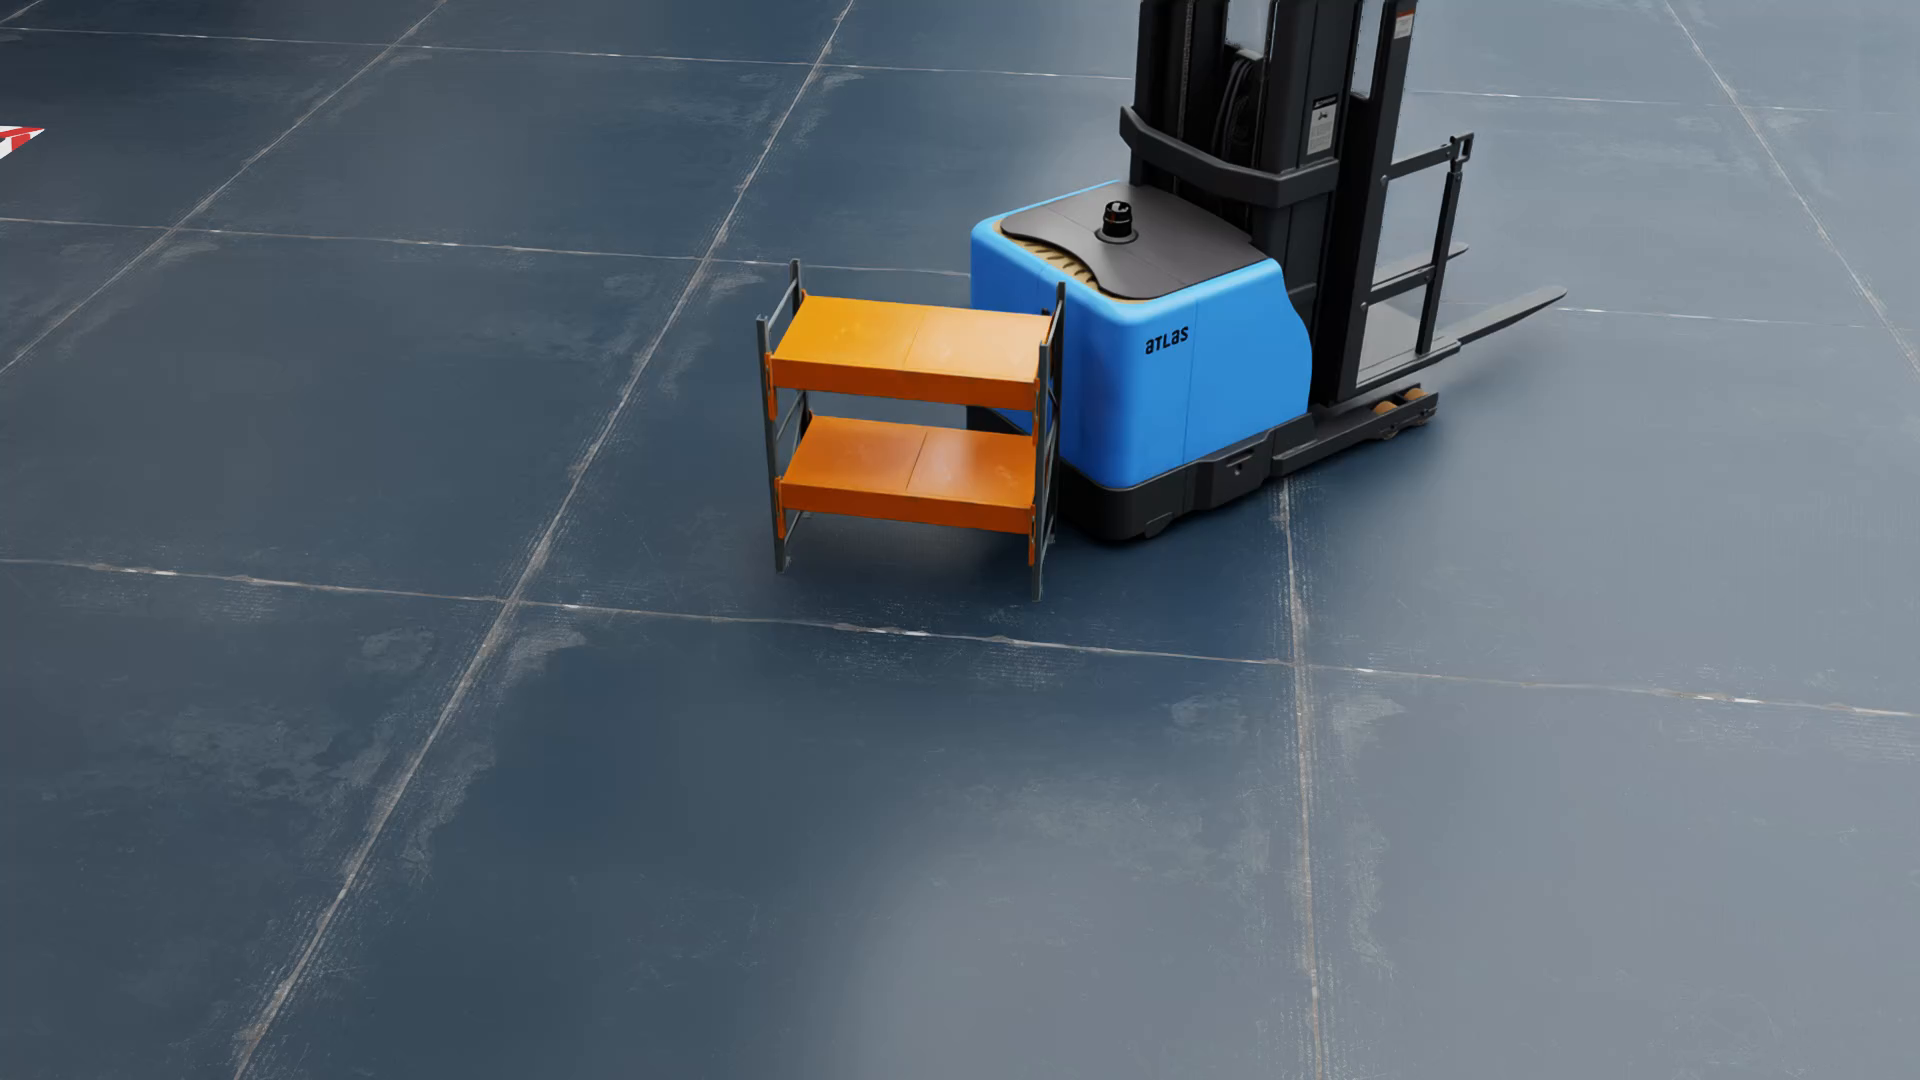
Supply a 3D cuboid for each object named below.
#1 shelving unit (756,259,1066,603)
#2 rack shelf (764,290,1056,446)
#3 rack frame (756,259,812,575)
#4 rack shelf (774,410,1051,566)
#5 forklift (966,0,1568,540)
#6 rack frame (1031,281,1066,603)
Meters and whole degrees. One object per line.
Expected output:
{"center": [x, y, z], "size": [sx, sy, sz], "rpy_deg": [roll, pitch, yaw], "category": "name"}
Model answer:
{"center": [-0.166, -0.412, 6.359], "size": [1.048, 1.125, 0.538], "rpy_deg": [6, 36, 8], "category": "shelving unit"}
{"center": [-0.166, -0.650, 6.189], "size": [1.000, 0.278, 0.538], "rpy_deg": [6, 36, 8], "category": "rack shelf"}
{"center": [-0.666, -0.465, 6.434], "size": [0.032, 1.125, 0.500], "rpy_deg": [6, 36, 8], "category": "rack frame"}
{"center": [-0.166, -0.213, 6.501], "size": [1.000, 0.278, 0.538], "rpy_deg": [6, 36, 8], "category": "rack shelf"}
{"center": [1.523, -1.867, 6.843], "size": [3.031, 2.935, 1.130], "rpy_deg": [-23, 41, -28], "category": "forklift"}
{"center": [0.334, -0.359, 6.284], "size": [0.032, 1.125, 0.500], "rpy_deg": [6, 36, 8], "category": "rack frame"}
